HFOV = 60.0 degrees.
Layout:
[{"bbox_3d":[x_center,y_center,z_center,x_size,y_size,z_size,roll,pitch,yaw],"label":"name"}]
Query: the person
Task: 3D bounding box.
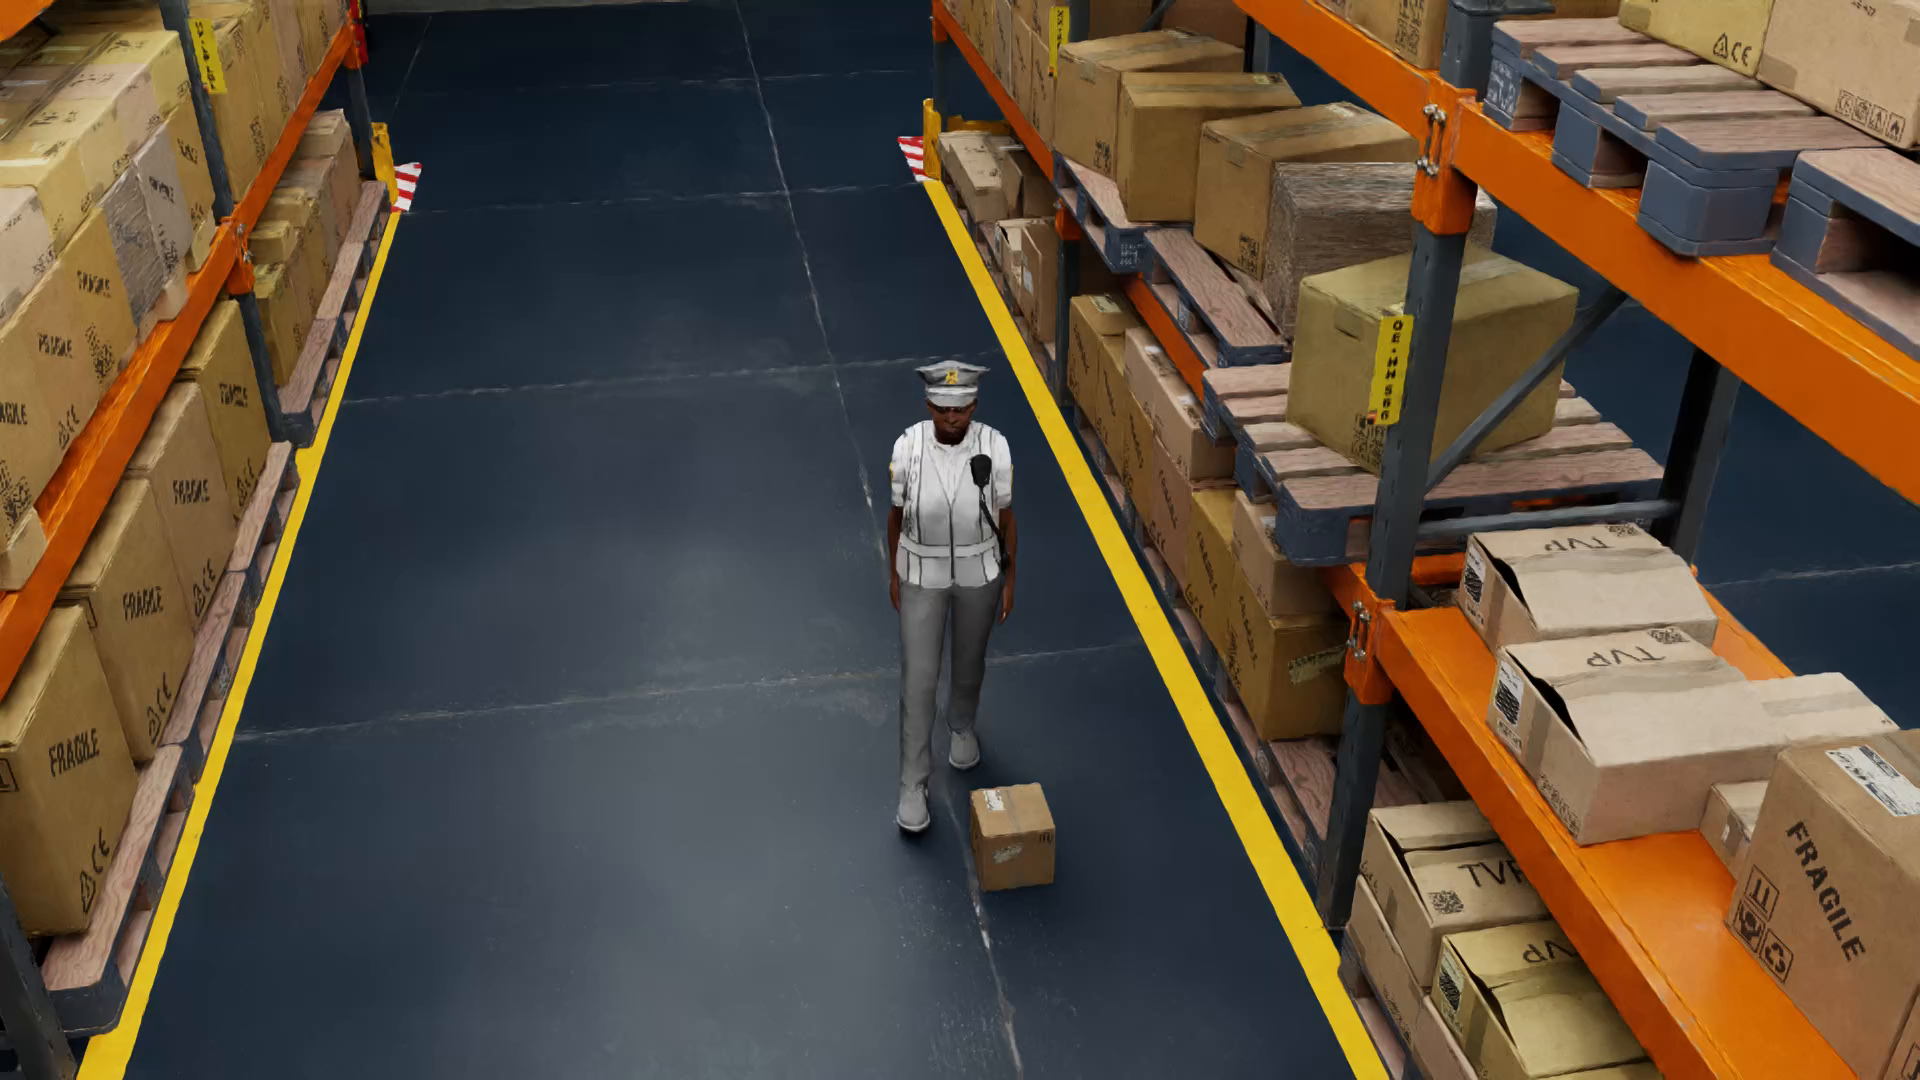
[{"bbox_3d":[-0.020,0.183,5.797,0.455,1.676,0.682,-2,31,-4],"label":"person"}]
